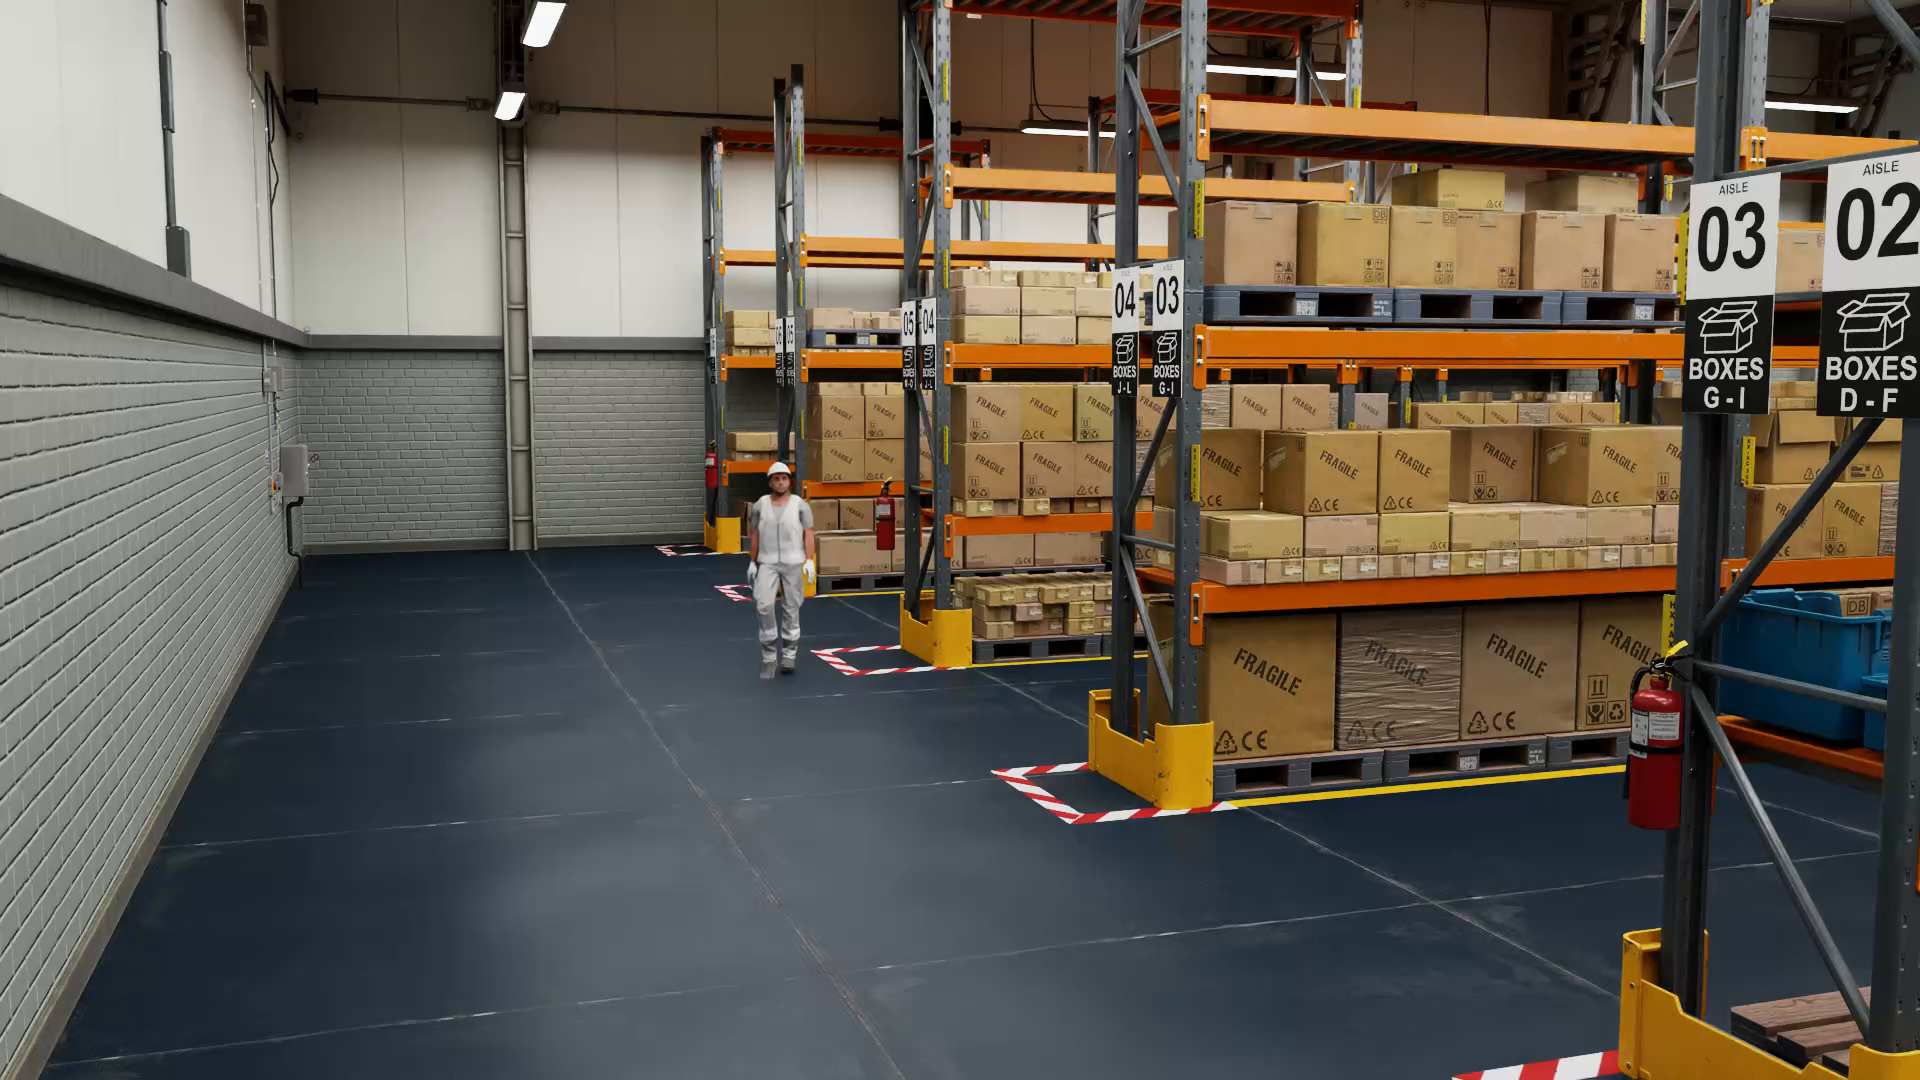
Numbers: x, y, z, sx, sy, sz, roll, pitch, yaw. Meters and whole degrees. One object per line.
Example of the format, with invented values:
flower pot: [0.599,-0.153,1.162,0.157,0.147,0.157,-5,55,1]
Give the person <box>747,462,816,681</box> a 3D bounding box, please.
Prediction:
person: [-1.516,0.265,14.065,0.596,1.841,0.580,0,6,-2]
